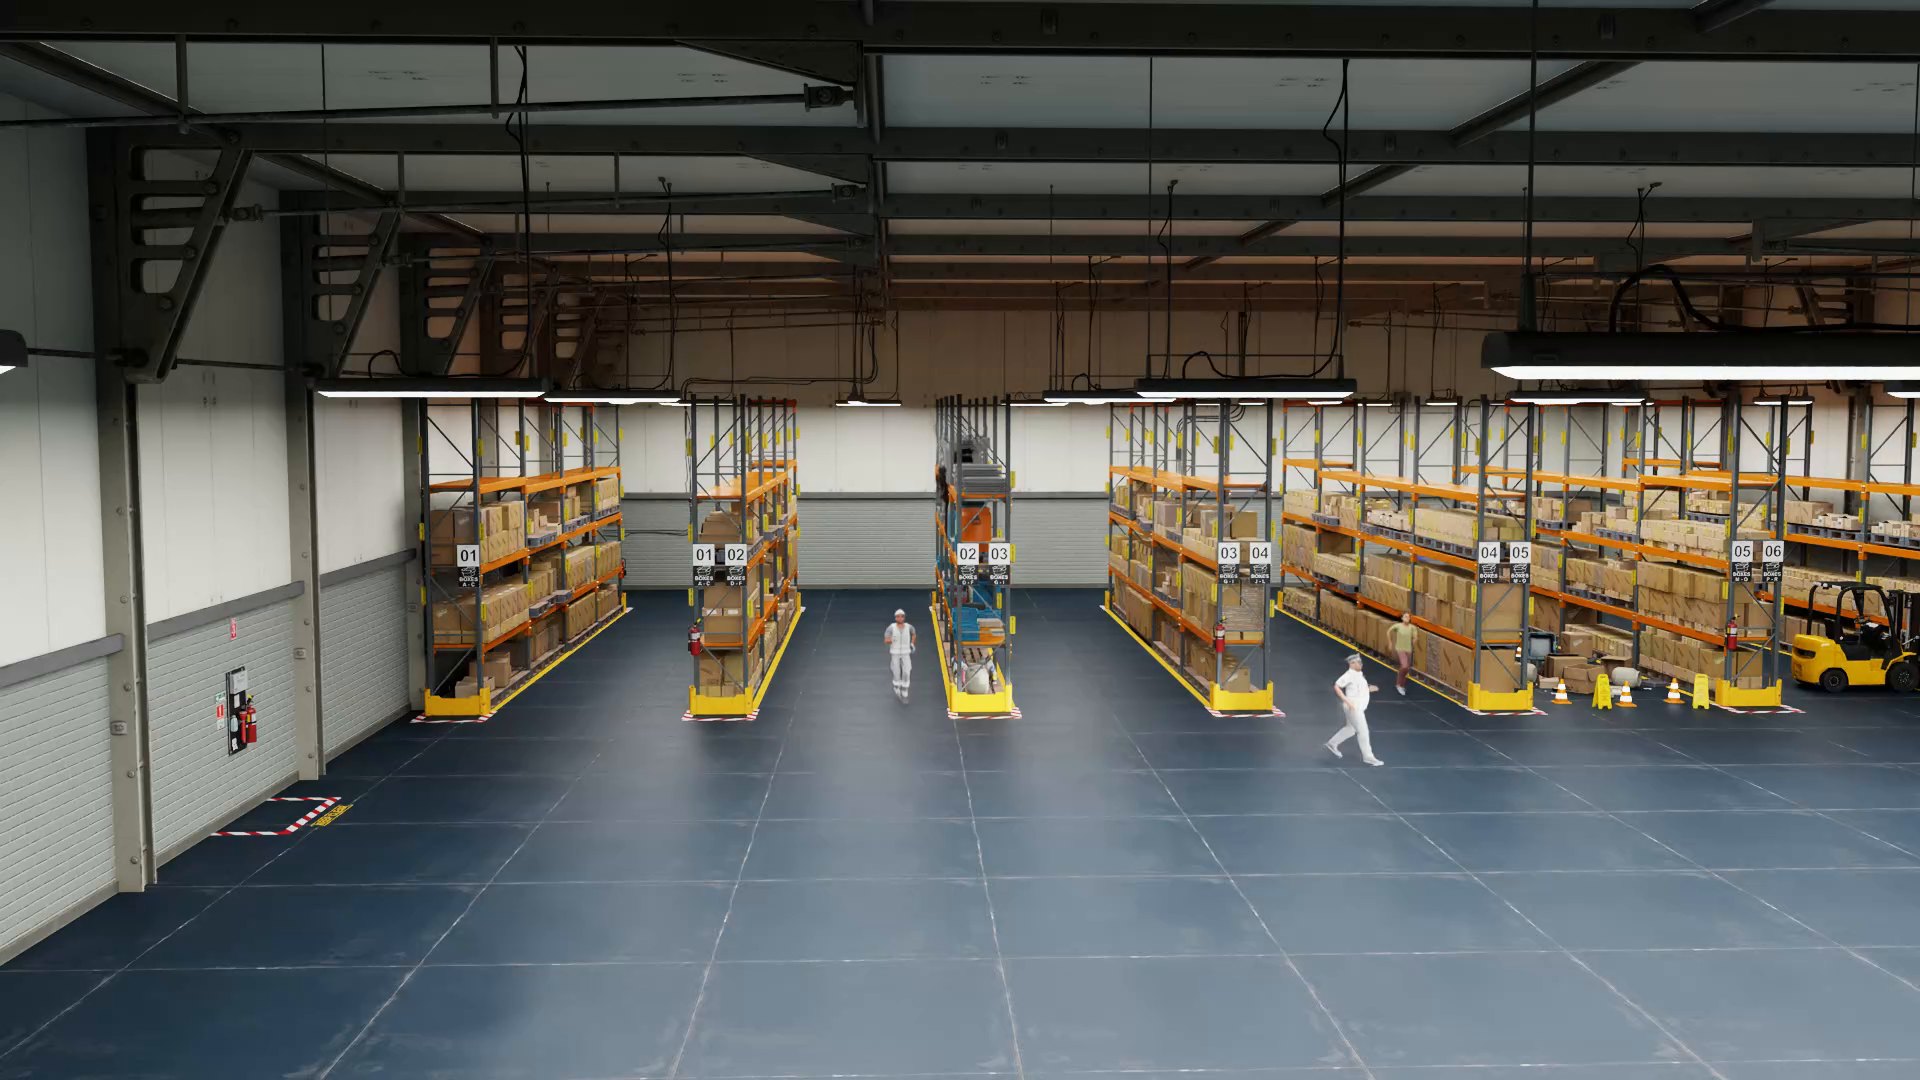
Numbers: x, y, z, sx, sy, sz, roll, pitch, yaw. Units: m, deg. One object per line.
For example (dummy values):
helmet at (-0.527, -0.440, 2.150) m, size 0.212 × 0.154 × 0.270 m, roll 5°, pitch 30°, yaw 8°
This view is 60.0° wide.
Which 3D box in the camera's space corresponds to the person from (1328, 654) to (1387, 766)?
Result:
person at (6.417, 2.708, 26.796) m, size 0.969 × 1.760 × 0.665 m, roll 2°, pitch 5°, yaw 27°

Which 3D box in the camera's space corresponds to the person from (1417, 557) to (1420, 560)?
person at (13.486, 1.058, 49.302) m, size 0.729 × 1.614 × 0.597 m, roll 0°, pitch 4°, yaw 0°

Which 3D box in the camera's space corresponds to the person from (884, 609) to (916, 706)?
person at (-1.158, 2.263, 32.380) m, size 0.640 × 1.829 × 0.804 m, roll 0°, pitch 5°, yaw -5°

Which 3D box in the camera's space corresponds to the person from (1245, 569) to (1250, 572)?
person at (7.951, 1.337, 45.450) m, size 0.565 × 1.630 × 0.557 m, roll 0°, pitch 5°, yaw 4°

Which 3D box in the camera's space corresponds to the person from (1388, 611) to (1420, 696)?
person at (8.927, 2.265, 33.377) m, size 0.540 × 1.713 × 0.801 m, roll -1°, pitch 5°, yaw -10°
